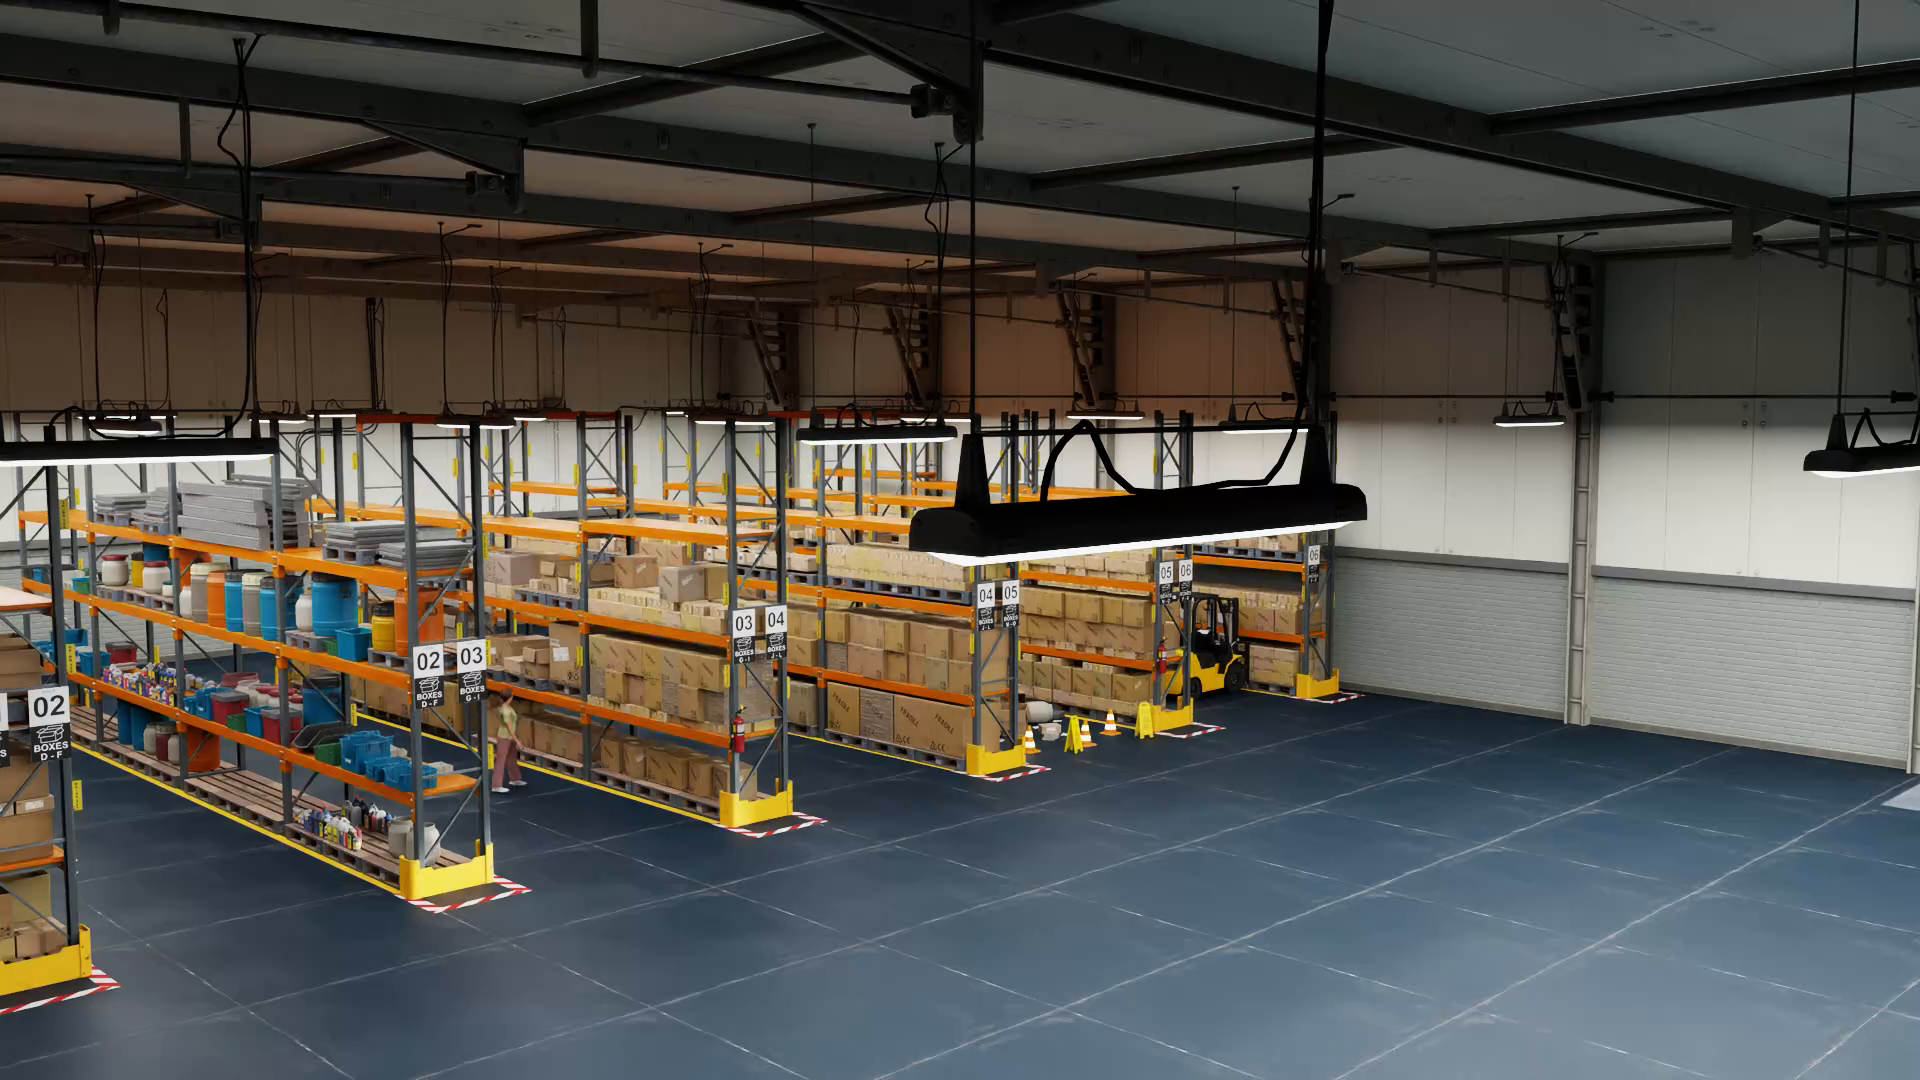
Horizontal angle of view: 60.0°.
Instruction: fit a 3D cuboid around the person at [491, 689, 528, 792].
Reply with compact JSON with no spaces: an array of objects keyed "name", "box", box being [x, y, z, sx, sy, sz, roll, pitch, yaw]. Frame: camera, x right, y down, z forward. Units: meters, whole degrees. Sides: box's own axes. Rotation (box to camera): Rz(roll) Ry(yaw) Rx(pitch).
[{"name":"person","box":[-7.267,3.201,26.749,0.568,1.681,0.657,-1,5,-14]}]
